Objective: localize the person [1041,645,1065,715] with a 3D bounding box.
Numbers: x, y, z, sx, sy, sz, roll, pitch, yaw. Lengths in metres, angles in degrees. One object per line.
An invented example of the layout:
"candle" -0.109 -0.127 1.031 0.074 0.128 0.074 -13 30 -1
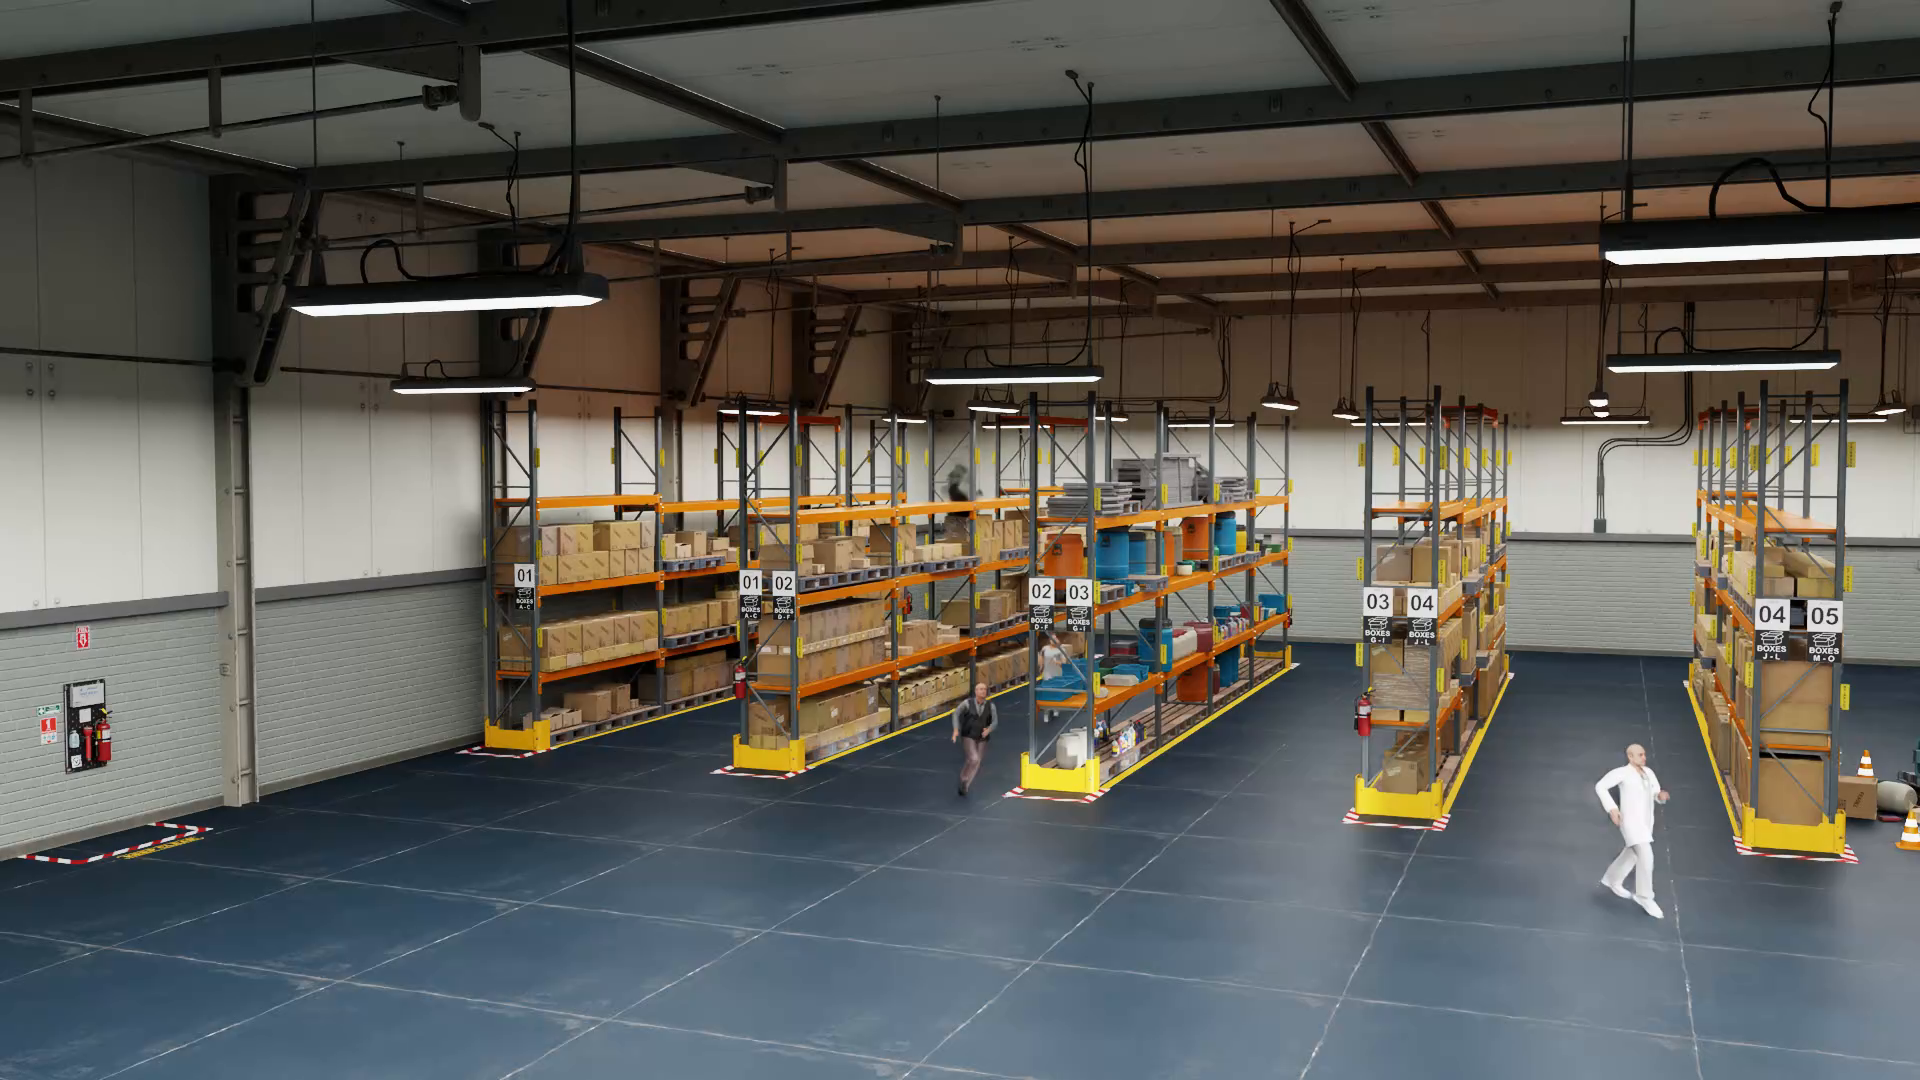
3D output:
"person" 1.768 2.656 31.673 0.507 1.318 0.655 1 3 10

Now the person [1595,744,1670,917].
"person" 7.507 3.190 18.526 0.679 1.839 0.894 -2 3 -33

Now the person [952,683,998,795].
"person" 0.256 2.949 24.525 0.656 1.653 0.628 -1 3 -16
